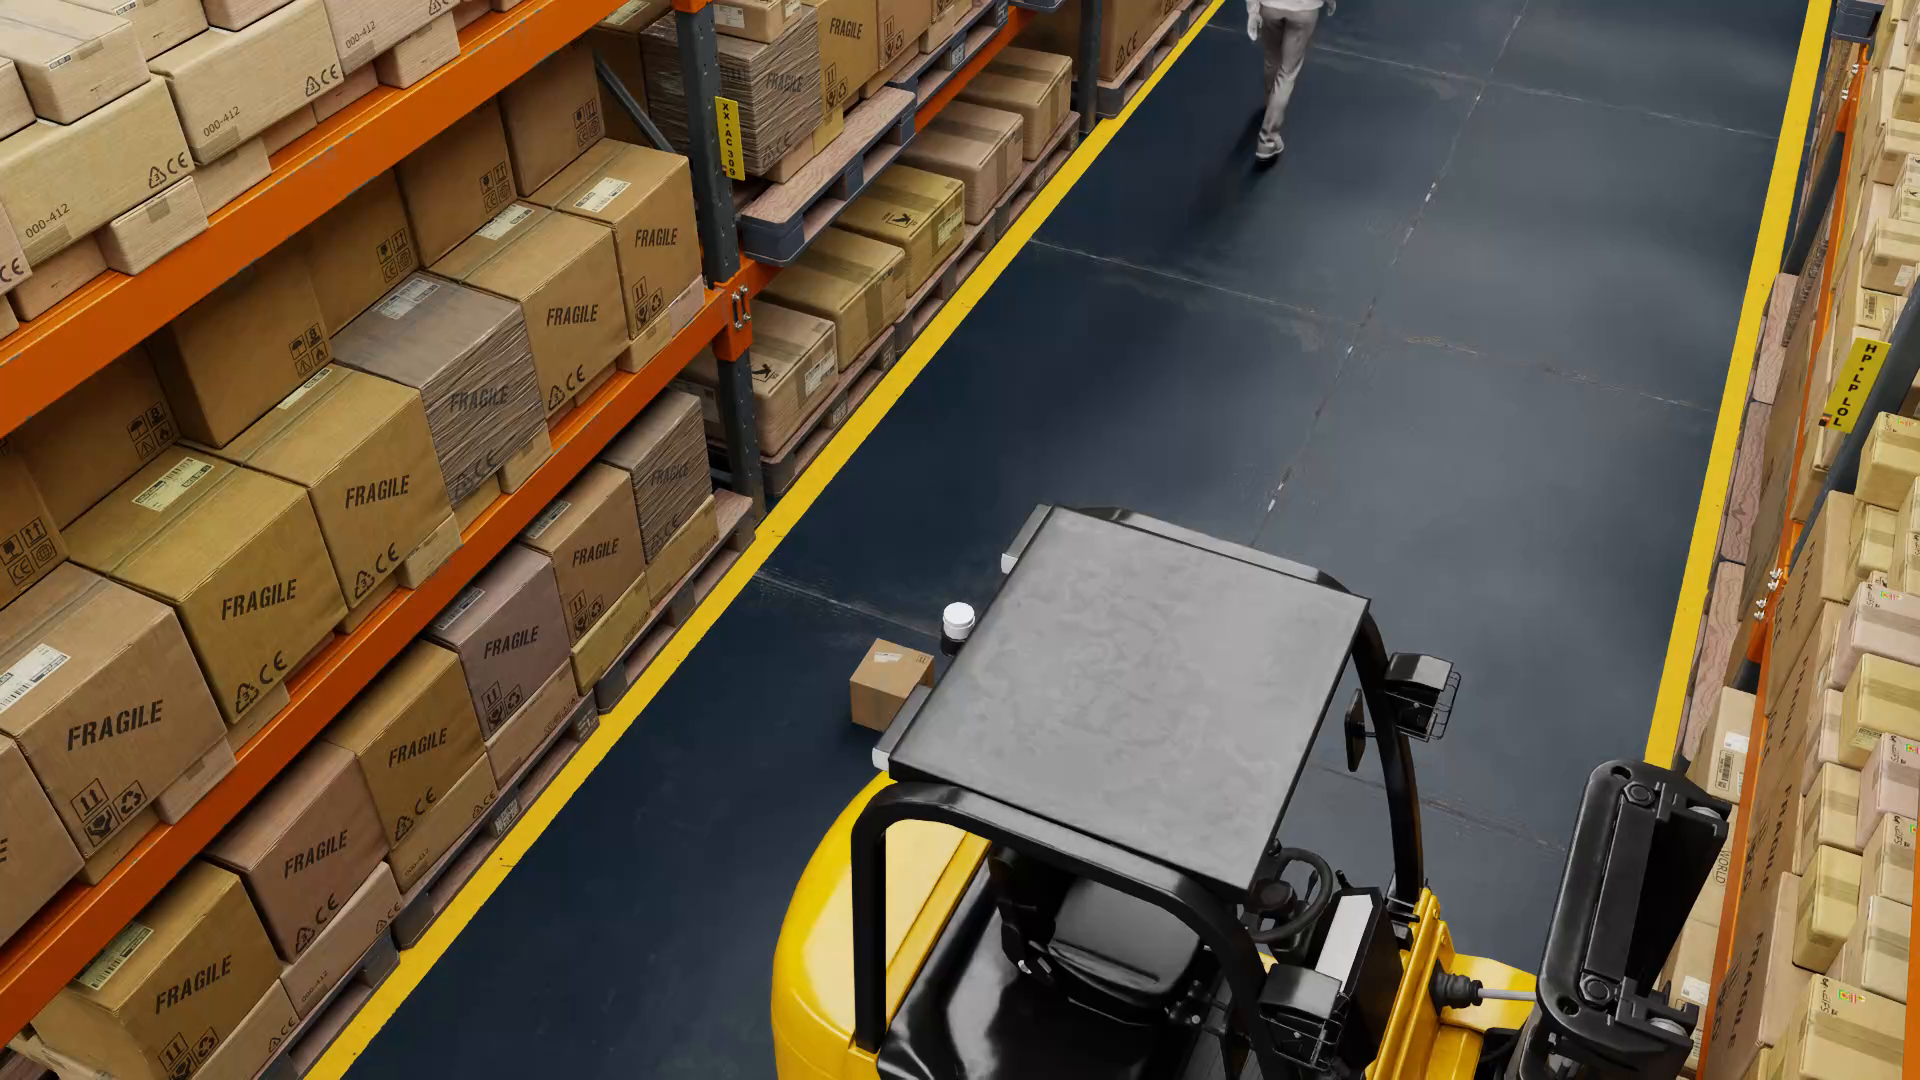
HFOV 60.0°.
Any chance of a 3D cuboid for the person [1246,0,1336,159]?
[{"bbox_3d":[1.930,-3.119,9.606,0.485,1.637,0.970,18,45,19],"label":"person"}]
